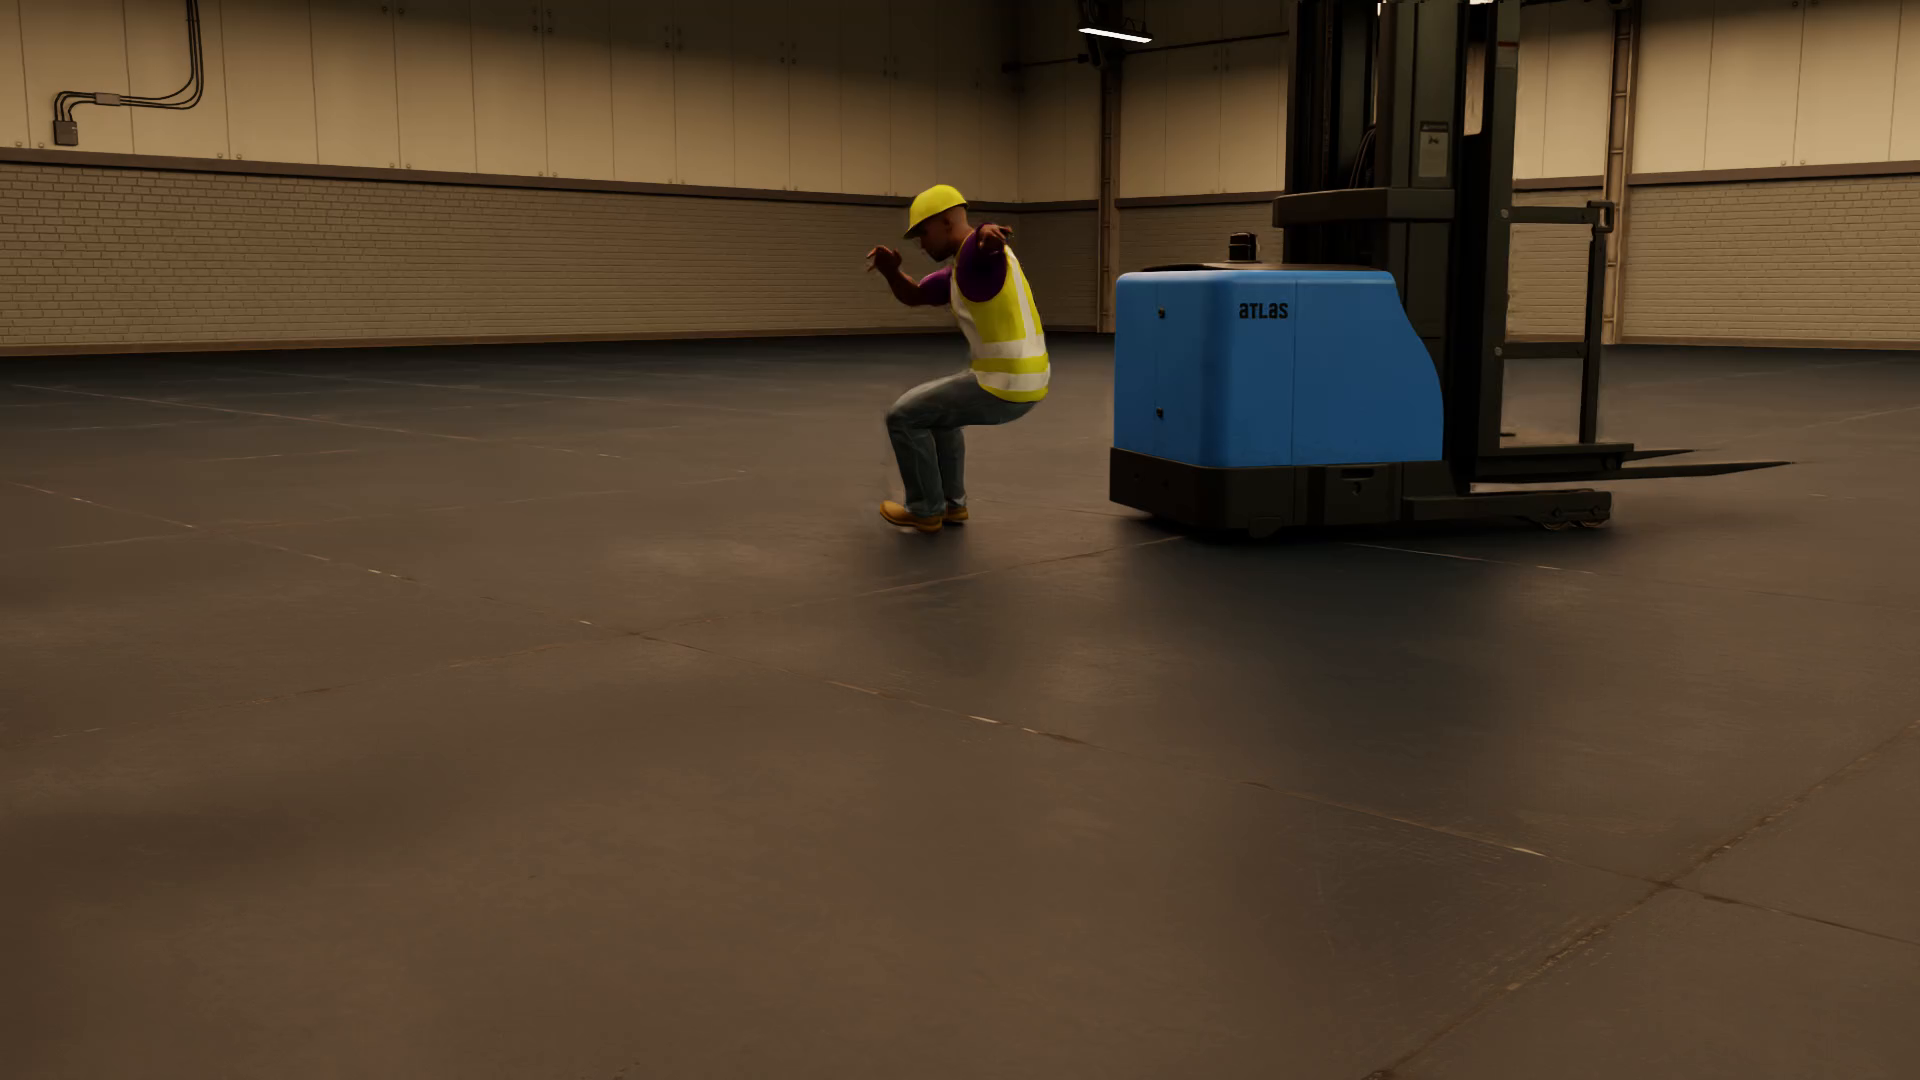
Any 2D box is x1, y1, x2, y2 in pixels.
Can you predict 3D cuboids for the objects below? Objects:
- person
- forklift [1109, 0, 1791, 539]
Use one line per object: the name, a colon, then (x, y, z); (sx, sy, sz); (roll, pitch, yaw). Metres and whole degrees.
person: (-0.030, -0.676, 6.530); (0.727, 1.432, 1.429); (1, 9, 9)
forklift: (2.241, -1.560, 7.232); (3.031, 2.935, 1.130); (-3, 9, -18)
